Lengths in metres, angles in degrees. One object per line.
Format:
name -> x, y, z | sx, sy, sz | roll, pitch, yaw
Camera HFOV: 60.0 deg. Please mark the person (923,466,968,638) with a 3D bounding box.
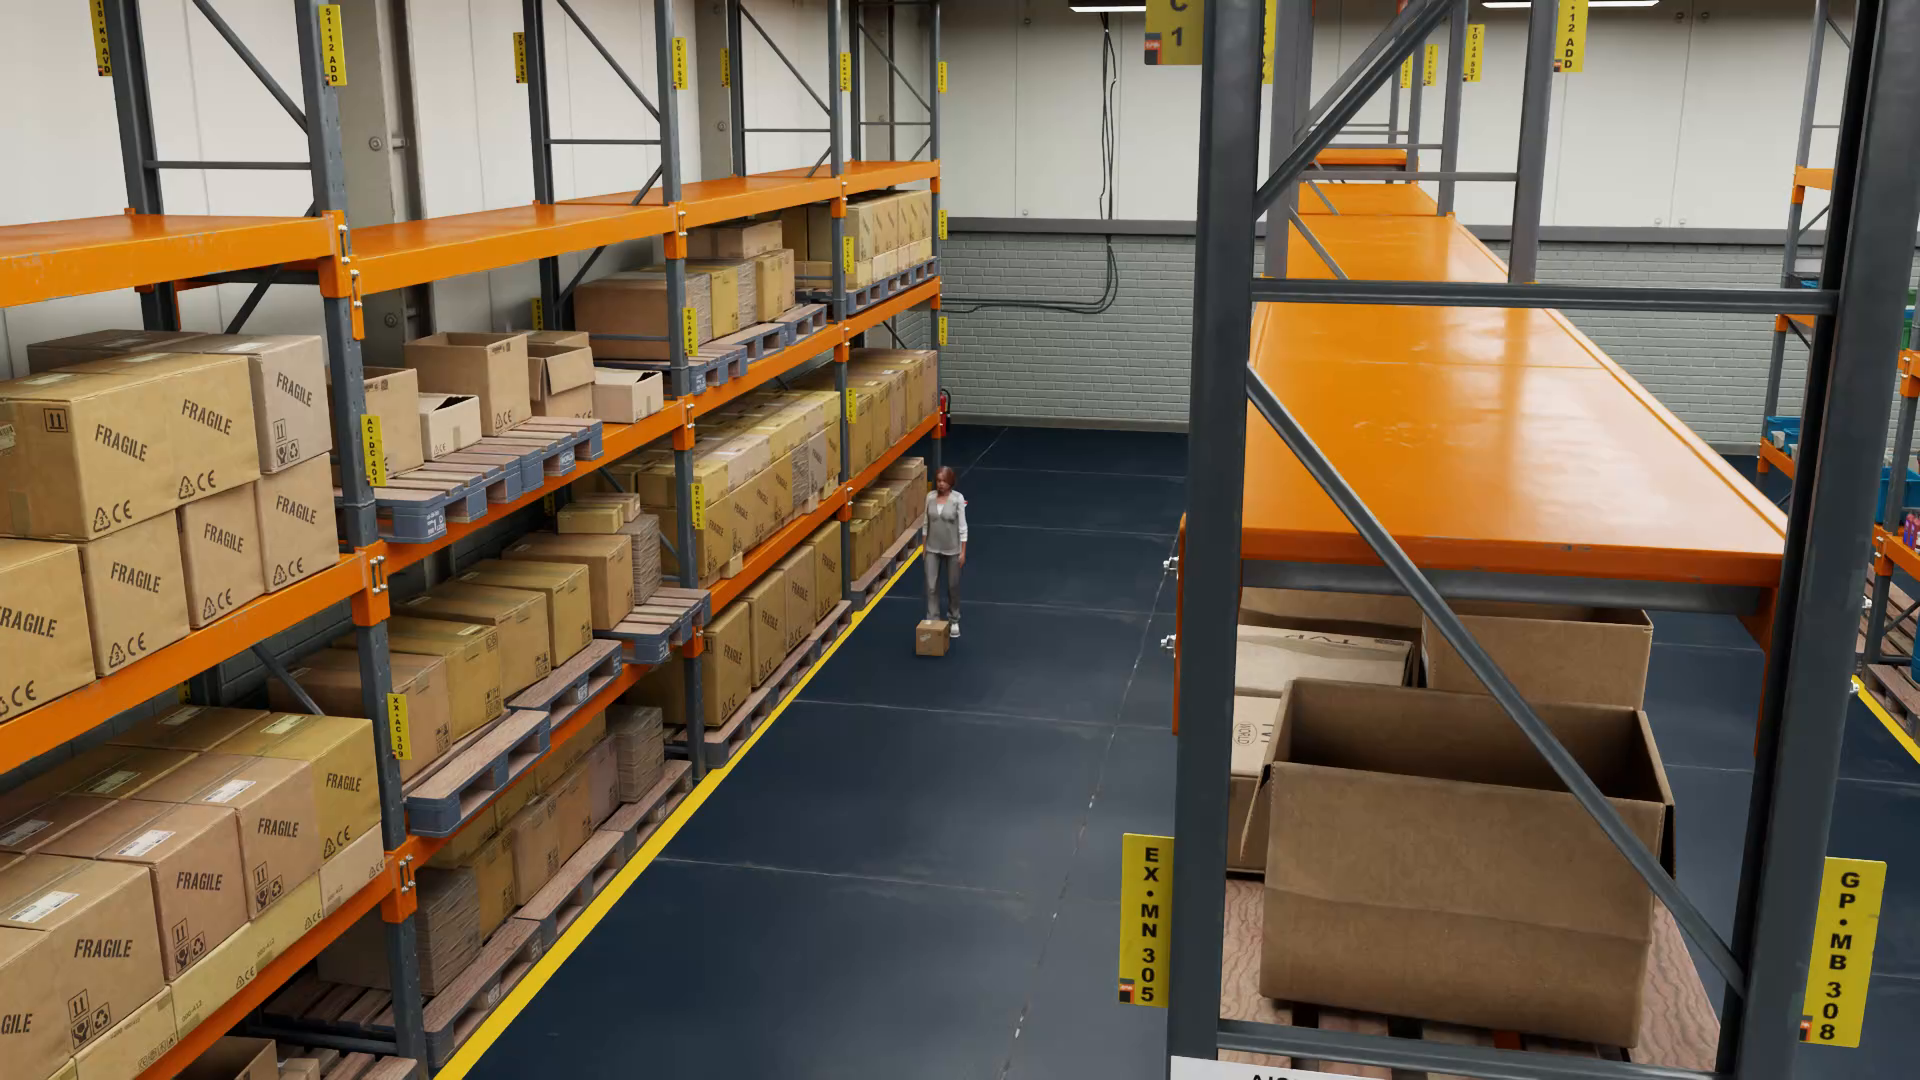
person -> -0.150, 0.124, 15.097 | 0.423, 1.608, 0.503 | 4, 15, 13
